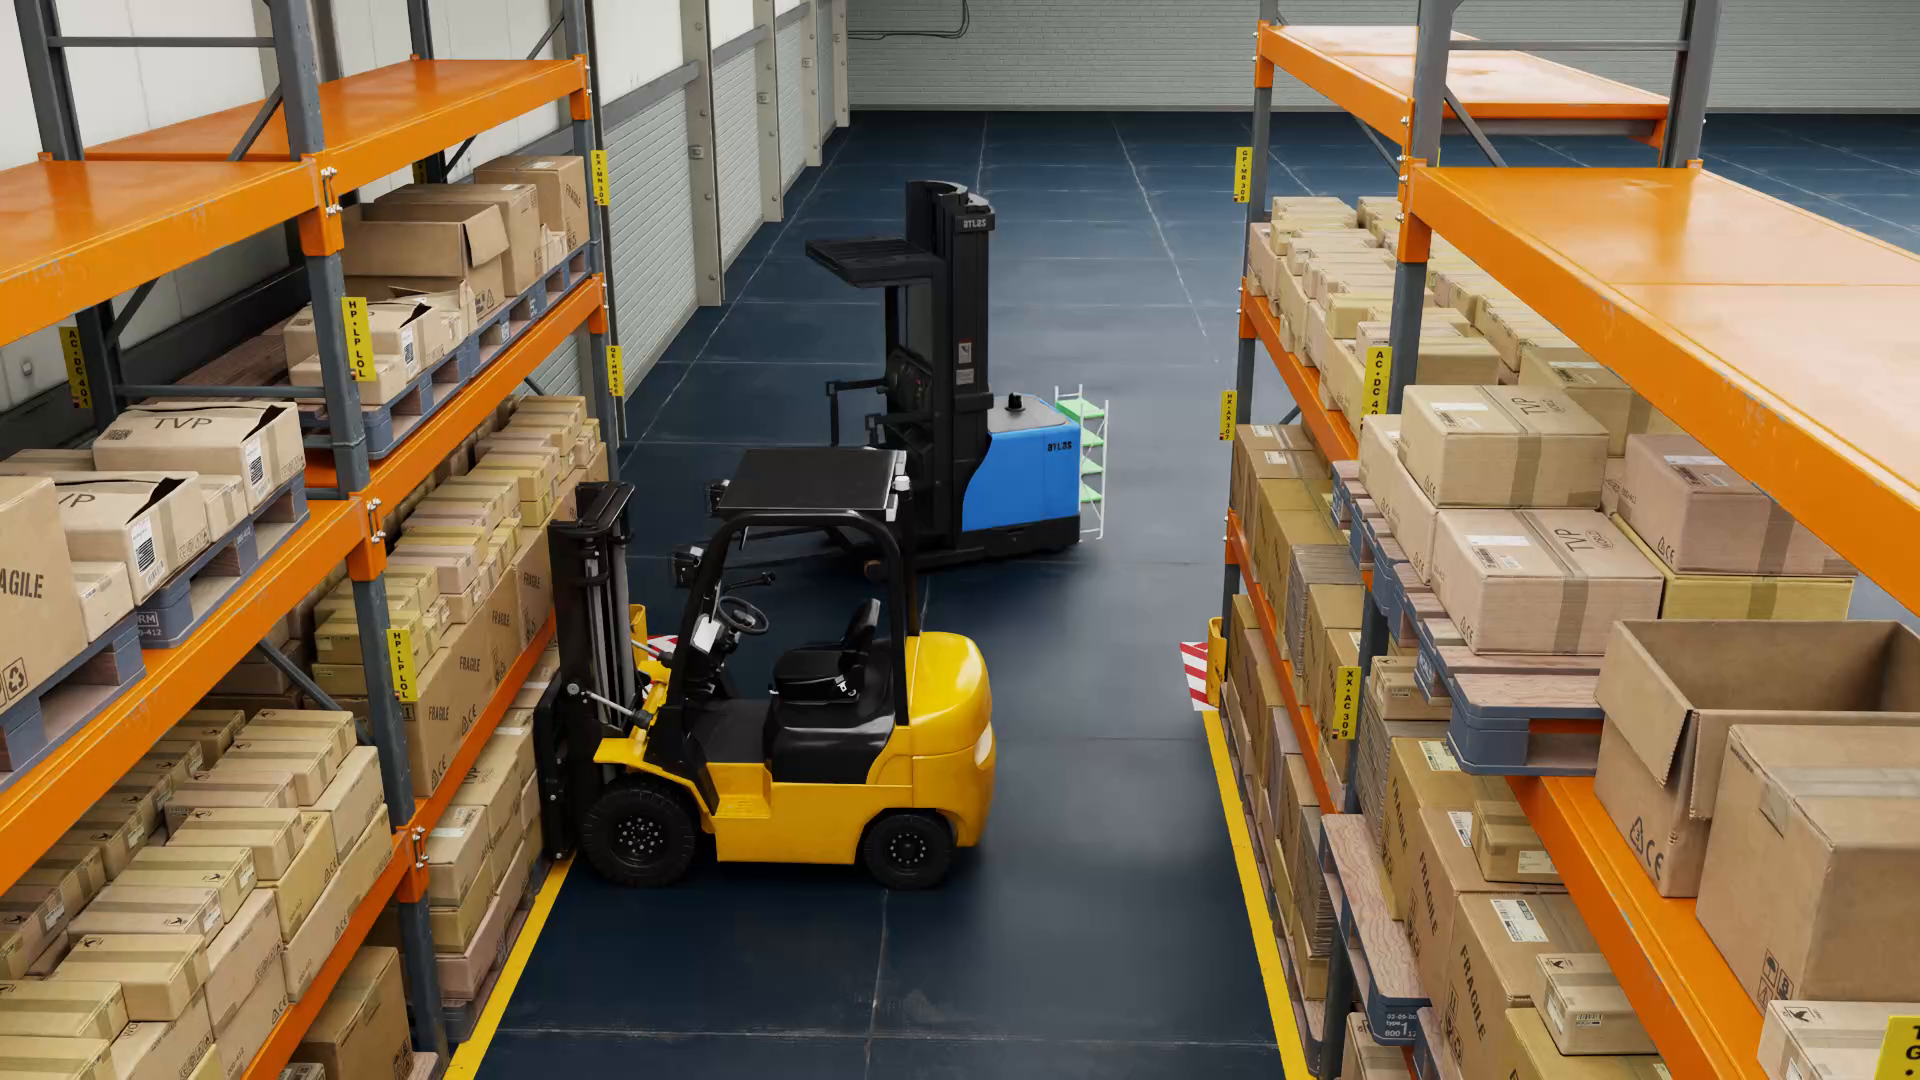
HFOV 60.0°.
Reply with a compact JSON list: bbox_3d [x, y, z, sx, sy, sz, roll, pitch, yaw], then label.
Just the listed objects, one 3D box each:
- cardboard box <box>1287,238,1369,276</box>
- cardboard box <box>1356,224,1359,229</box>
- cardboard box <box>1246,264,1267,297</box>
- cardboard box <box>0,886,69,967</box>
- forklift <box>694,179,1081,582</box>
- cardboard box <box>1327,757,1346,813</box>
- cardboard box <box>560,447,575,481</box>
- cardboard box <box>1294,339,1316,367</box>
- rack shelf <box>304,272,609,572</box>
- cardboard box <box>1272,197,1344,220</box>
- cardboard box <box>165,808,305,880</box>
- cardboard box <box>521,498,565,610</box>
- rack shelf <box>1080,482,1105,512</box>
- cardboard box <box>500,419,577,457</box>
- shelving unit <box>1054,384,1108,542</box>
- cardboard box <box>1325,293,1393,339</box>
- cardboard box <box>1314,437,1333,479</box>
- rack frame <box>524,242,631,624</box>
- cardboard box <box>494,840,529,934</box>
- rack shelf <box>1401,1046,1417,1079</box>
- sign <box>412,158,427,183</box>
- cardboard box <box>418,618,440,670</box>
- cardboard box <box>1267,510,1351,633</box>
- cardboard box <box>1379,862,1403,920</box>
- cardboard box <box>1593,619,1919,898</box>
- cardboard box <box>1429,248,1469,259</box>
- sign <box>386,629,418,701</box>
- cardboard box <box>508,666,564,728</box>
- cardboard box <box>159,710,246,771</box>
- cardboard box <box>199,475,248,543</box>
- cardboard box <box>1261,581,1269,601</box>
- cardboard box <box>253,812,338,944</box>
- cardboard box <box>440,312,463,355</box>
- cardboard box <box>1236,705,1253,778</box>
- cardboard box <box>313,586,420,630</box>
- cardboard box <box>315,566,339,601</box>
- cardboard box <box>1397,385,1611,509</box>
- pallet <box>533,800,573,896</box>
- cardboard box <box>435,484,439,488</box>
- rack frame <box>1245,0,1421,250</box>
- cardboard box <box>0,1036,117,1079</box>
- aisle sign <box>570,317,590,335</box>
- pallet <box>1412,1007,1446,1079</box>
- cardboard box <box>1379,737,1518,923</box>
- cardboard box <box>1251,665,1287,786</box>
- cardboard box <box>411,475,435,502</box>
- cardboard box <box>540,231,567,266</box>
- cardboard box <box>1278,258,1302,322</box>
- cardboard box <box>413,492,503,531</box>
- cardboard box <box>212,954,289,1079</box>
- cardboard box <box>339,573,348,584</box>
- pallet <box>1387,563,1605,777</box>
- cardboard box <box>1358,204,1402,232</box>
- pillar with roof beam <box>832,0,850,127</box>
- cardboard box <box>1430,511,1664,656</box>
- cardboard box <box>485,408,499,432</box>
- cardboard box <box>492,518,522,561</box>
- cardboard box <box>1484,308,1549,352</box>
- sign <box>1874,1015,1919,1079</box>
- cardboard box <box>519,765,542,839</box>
[{"bbox_3d":[1.881,-1.447,8.502,0.380,0.149,0.250,1,21,3],"label":"cardboard box"},{"bbox_3d":[2.494,-1.654,9.588,0.500,0.250,0.500,0,21,1],"label":"cardboard box"},{"bbox_3d":[1.906,-1.540,9.845,0.380,0.149,0.250,1,21,2],"label":"cardboard box"},{"bbox_3d":[-3.160,1.254,5.409,0.380,0.149,0.250,0,21,1],"label":"cardboard box"},{"bbox_3d":[-0.590,-1.254,13.003,3.031,2.935,1.130,-8,23,-20],"label":"forklift"},{"bbox_3d":[1.824,1.069,7.268,0.380,0.149,0.250,0,21,1],"label":"cardboard box"},{"bbox_3d":[-2.499,-0.463,9.834,0.380,0.149,0.250,1,21,3],"label":"cardboard box"},{"bbox_3d":[1.903,-0.977,8.394,0.380,0.149,0.250,0,21,0],"label":"cardboard box"},{"bbox_3d":[-2.782,-0.768,8.503,1.077,0.370,4.000,1,21,2],"label":"rack shelf"},{"bbox_3d":[2.026,-1.902,9.675,0.380,0.149,0.250,0,21,1],"label":"cardboard box"},{"bbox_3d":[-2.557,1.073,5.876,0.380,0.149,0.250,0,21,0],"label":"cardboard box"},{"bbox_3d":[-2.514,0.079,9.335,0.500,0.500,0.500,0,21,1],"label":"cardboard box"},{"bbox_3d":[0.987,-0.358,13.924,0.258,0.148,0.480,-8,23,-20],"label":"rack shelf"},{"bbox_3d":[-2.479,-0.600,9.775,0.380,0.149,0.250,1,21,3],"label":"cardboard box"},{"bbox_3d":[0.989,-0.642,13.815,0.258,1.200,0.503,-8,23,-20],"label":"shelving unit"},{"bbox_3d":[1.815,-0.982,7.305,0.380,0.149,0.250,1,21,3],"label":"cardboard box"},{"bbox_3d":[2.420,-0.656,9.436,0.700,0.500,0.500,1,21,2],"label":"cardboard box"},{"bbox_3d":[-2.721,-0.428,10.780,1.000,3.000,0.127,1,21,2],"label":"rack frame"},{"bbox_3d":[-2.497,1.749,8.389,0.500,0.250,0.500,0,21,0],"label":"cardboard box"},{"bbox_3d":[2.058,2.130,5.181,1.077,0.370,4.000,1,21,2],"label":"rack shelf"},{"bbox_3d":[-3.276,-2.279,10.086,0.100,0.325,0.005,1,21,2],"label":"sign"},{"bbox_3d":[-2.564,0.463,7.448,0.380,0.149,0.250,1,21,3],"label":"cardboard box"},{"bbox_3d":[1.915,0.163,8.705,0.500,0.500,0.500,0,21,1],"label":"cardboard box"},{"bbox_3d":[1.770,1.279,6.146,0.380,0.149,0.250,1,21,3],"label":"cardboard box"},{"bbox_3d":[2.015,0.519,4.048,0.797,0.503,0.637,1,21,2],"label":"cardboard box"},{"bbox_3d":[2.512,-1.348,8.247,0.380,0.149,0.250,1,21,3],"label":"cardboard box"},{"bbox_3d":[-2.300,0.518,6.851,0.100,0.325,0.005,1,21,2],"label":"sign"},{"bbox_3d":[-2.461,0.912,9.164,0.500,0.250,0.500,0,21,1],"label":"cardboard box"},{"bbox_3d":[-3.068,0.794,6.595,0.380,0.149,0.250,0,21,0],"label":"cardboard box"},{"bbox_3d":[-2.573,-0.105,5.428,0.380,0.149,0.250,1,21,1],"label":"cardboard box"},{"bbox_3d":[1.912,0.234,9.419,0.380,0.149,0.250,1,21,3],"label":"cardboard box"},{"bbox_3d":[-2.611,1.221,6.044,0.500,0.250,0.500,0,21,0],"label":"cardboard box"},{"bbox_3d":[-2.502,-0.943,7.587,0.380,0.149,0.250,1,21,3],"label":"cardboard box"},{"bbox_3d":[1.916,1.184,9.844,0.500,0.250,0.500,1,21,4],"label":"cardboard box"},{"bbox_3d":[-2.637,0.322,7.398,0.380,0.149,0.250,1,21,2],"label":"cardboard box"},{"bbox_3d":[-3.091,0.225,7.649,0.380,0.149,0.250,0,21,1],"label":"cardboard box"},{"bbox_3d":[1.695,-0.299,5.235,0.500,0.250,0.500,0,21,0],"label":"cardboard box"},{"bbox_3d":[-2.742,1.589,9.436,1.003,0.211,1.213,1,21,2],"label":"pallet"},{"bbox_3d":[-3.096,-0.291,9.390,0.380,0.149,0.250,1,21,2],"label":"cardboard box"},{"bbox_3d":[2.240,-3.172,9.557,1.000,3.000,0.127,1,21,2],"label":"rack frame"},{"bbox_3d":[-2.632,1.536,4.681,0.380,0.149,0.250,1,21,3],"label":"cardboard box"},{"bbox_3d":[-2.426,-1.661,10.362,0.394,0.787,0.004,1,21,2],"label":"aisle sign"},{"bbox_3d":[2.016,1.891,5.068,1.003,0.211,1.213,1,21,2],"label":"pallet"},{"bbox_3d":[1.803,1.038,5.871,0.500,0.500,0.500,1,21,2],"label":"cardboard box"},{"bbox_3d":[1.904,1.029,9.207,0.500,0.500,0.500,1,21,3],"label":"cardboard box"},{"bbox_3d":[-3.021,-0.238,8.843,0.380,0.149,0.250,1,21,2],"label":"cardboard box"},{"bbox_3d":[-2.443,-1.649,9.408,0.380,0.149,0.250,0,21,0],"label":"cardboard box"},{"bbox_3d":[1.943,-1.294,8.661,0.500,0.250,0.500,1,21,3],"label":"cardboard box"},{"bbox_3d":[-2.587,-0.139,8.587,0.380,0.149,0.250,1,21,2],"label":"cardboard box"},{"bbox_3d":[-2.652,1.634,5.672,0.500,0.250,0.500,1,21,2],"label":"cardboard box"},{"bbox_3d":[-3.131,0.269,7.947,0.380,0.149,0.250,1,21,2],"label":"cardboard box"},{"bbox_3d":[1.965,0.357,4.867,1.213,0.211,1.003,1,21,2],"label":"pallet"},{"bbox_3d":[2.479,-1.810,9.438,0.380,0.149,0.250,1,21,3],"label":"cardboard box"},{"bbox_3d":[1.572,-13.783,36.904,9.100,9.000,0.400,1,21,2],"label":"pillar with roof beam"},{"bbox_3d":[1.693,0.119,4.848,0.500,0.250,0.500,0,21,1],"label":"cardboard box"},{"bbox_3d":[-3.016,-0.701,10.037,0.380,0.149,0.250,1,21,3],"label":"cardboard box"},{"bbox_3d":[-2.503,-0.002,8.647,0.380,0.149,0.250,0,21,1],"label":"cardboard box"},{"bbox_3d":[2.450,-0.882,7.047,0.380,0.149,0.250,0,21,0],"label":"cardboard box"},{"bbox_3d":[1.455,0.871,2.569,0.100,0.325,0.005,1,21,2],"label":"sign"},{"bbox_3d":[-2.479,1.336,8.763,0.500,0.250,0.500,0,21,1],"label":"cardboard box"}]
